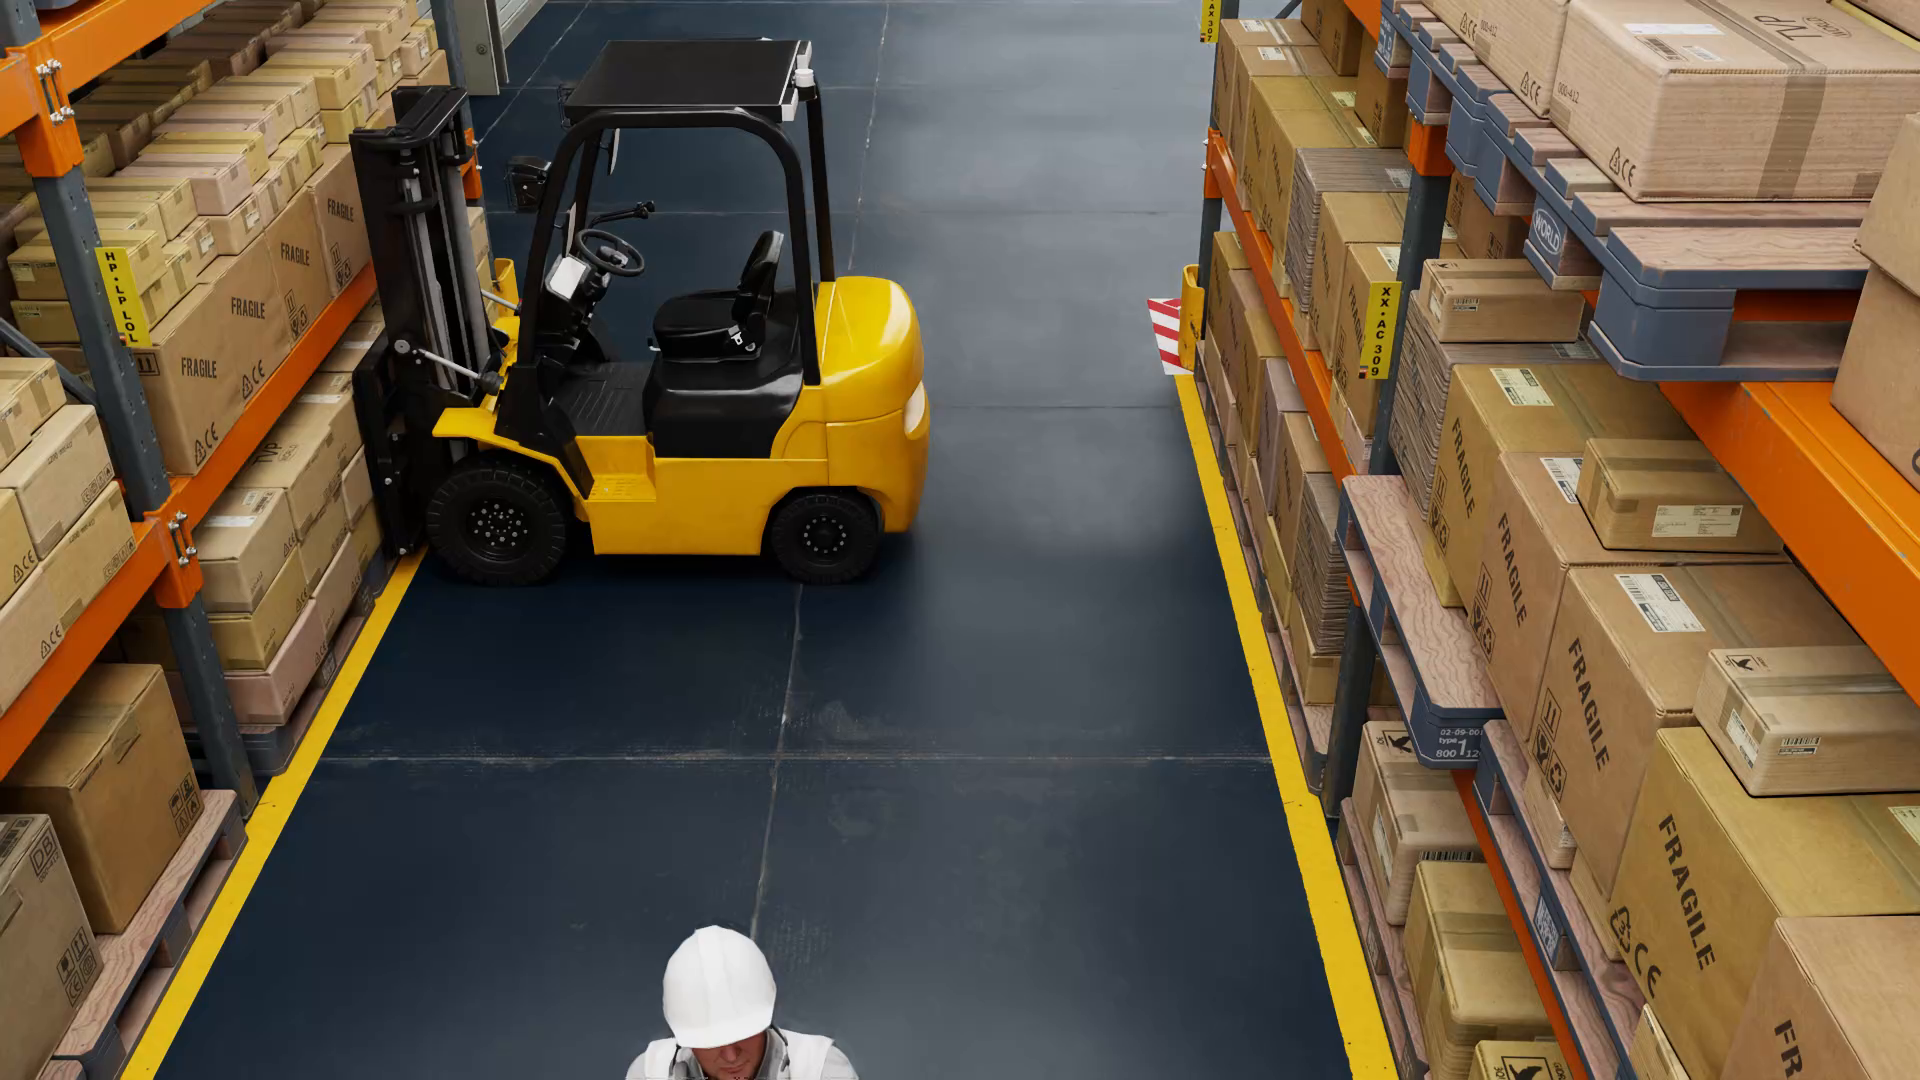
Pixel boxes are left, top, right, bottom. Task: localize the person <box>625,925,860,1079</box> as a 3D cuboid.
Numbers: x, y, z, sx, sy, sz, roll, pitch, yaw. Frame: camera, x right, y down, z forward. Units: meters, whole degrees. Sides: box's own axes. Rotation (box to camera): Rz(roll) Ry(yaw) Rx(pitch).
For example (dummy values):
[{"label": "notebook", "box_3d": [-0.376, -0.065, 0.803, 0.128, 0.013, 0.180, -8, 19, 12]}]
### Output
[{"label": "person", "box_3d": [-0.424, 1.528, 3.598, 0.543, 1.737, 0.900, -3, 31, -5]}]
